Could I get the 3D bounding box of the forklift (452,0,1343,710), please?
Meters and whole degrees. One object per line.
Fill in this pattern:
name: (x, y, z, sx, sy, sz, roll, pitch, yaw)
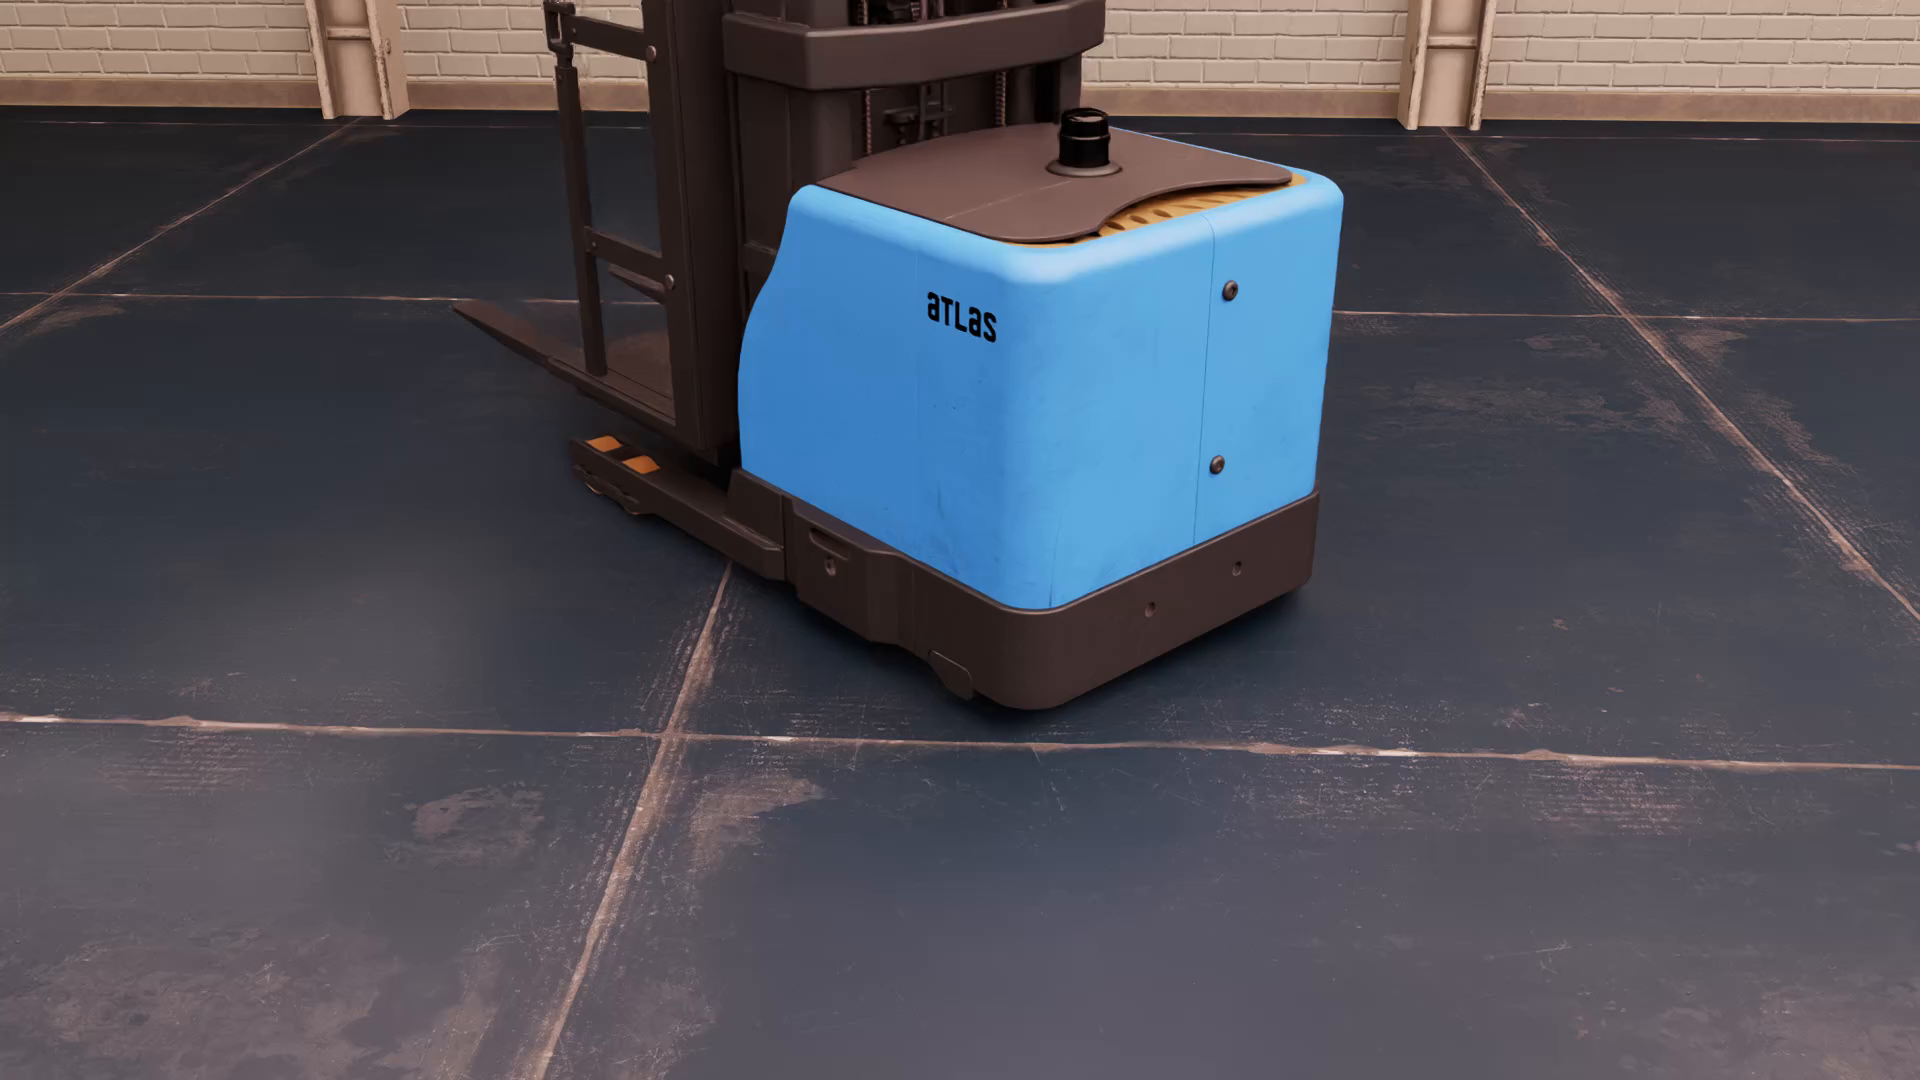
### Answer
forklift: (-0.470, -1.515, 4.279, 1.130, 2.935, 3.031, -22, 33, -37)
